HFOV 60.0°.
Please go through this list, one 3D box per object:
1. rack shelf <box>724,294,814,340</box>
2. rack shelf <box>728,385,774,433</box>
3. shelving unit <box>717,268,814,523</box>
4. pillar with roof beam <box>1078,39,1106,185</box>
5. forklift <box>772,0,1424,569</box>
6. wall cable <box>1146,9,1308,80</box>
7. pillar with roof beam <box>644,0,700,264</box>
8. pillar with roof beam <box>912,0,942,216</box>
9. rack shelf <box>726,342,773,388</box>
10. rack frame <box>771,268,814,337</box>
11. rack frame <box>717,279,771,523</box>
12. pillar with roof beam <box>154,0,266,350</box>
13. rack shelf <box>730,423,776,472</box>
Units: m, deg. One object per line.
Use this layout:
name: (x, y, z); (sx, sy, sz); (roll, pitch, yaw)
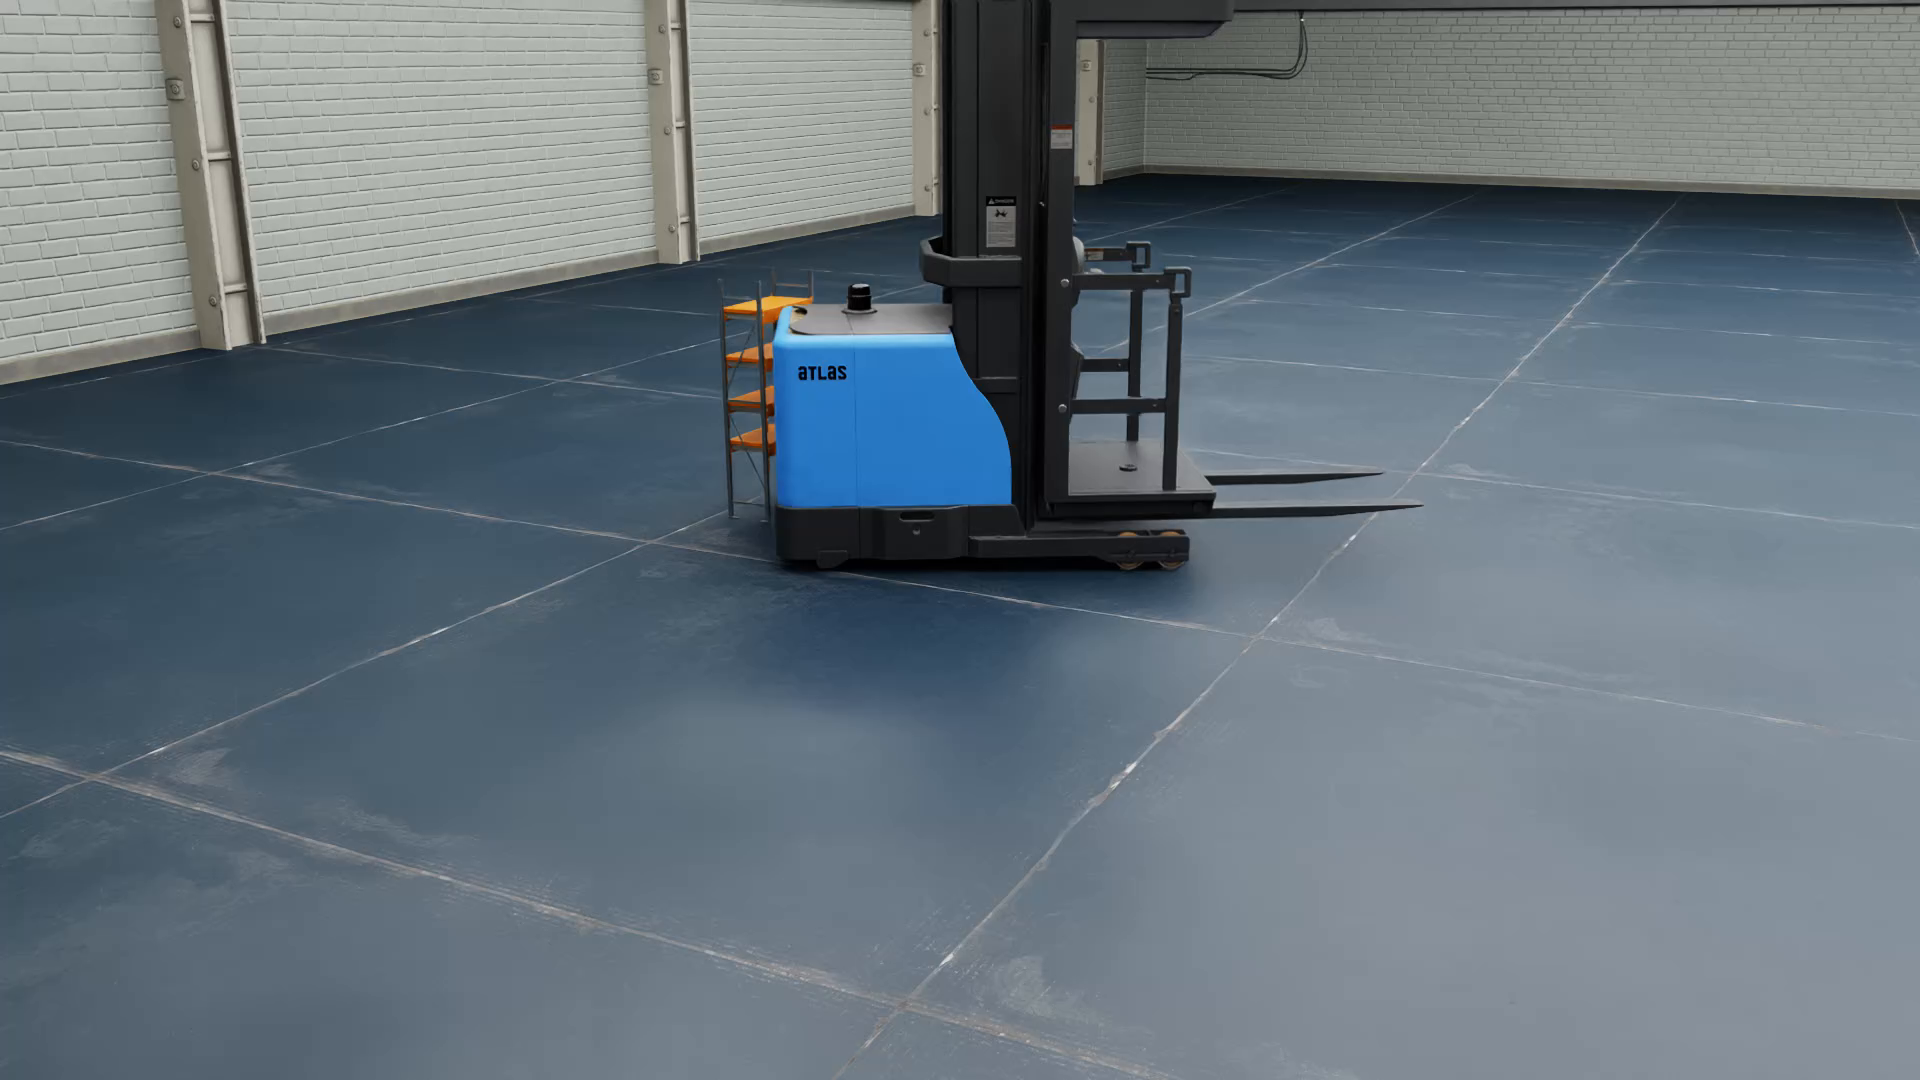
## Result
rack shelf: (-0.959, -1.116, 8.289); (0.258, 0.148, 0.480); (7, 18, 25)
rack shelf: (-0.955, -0.674, 8.418); (0.258, 0.148, 0.480); (7, 18, 25)
shelving unit: (-0.956, -0.739, 8.399); (0.258, 1.200, 0.503); (7, 18, 25)
pillar with roof beam: (6.098, -9.906, 25.573); (9.100, 9.000, 0.400); (8, 18, 25)
forklift: (0.647, -1.422, 7.665); (3.031, 2.935, 1.130); (-1, 17, -4)
wall cable: (4.746, -9.548, 29.819); (3.097, 2.526, 0.112); (8, 18, 25)
pillar with roof beam: (0.736, -6.850, 15.282); (9.100, 9.000, 0.400); (8, 18, 25)
pillar with roof beam: (3.417, -8.378, 20.427); (9.100, 9.000, 0.400); (8, 18, 25)
rack shelf: (-0.957, -0.889, 8.355); (0.258, 0.148, 0.480); (7, 18, 25)
rack frame: (-0.850, -0.801, 8.610); (0.240, 1.200, 0.015); (7, 18, 25)
rack frame: (-1.061, -0.676, 8.188); (0.240, 1.200, 0.015); (7, 18, 25)
pillar with roof beam: (-1.945, -5.322, 10.136); (9.100, 9.000, 0.400); (8, 18, 25)
rack shelf: (-0.953, -0.483, 8.474); (0.258, 0.148, 0.480); (7, 18, 25)
